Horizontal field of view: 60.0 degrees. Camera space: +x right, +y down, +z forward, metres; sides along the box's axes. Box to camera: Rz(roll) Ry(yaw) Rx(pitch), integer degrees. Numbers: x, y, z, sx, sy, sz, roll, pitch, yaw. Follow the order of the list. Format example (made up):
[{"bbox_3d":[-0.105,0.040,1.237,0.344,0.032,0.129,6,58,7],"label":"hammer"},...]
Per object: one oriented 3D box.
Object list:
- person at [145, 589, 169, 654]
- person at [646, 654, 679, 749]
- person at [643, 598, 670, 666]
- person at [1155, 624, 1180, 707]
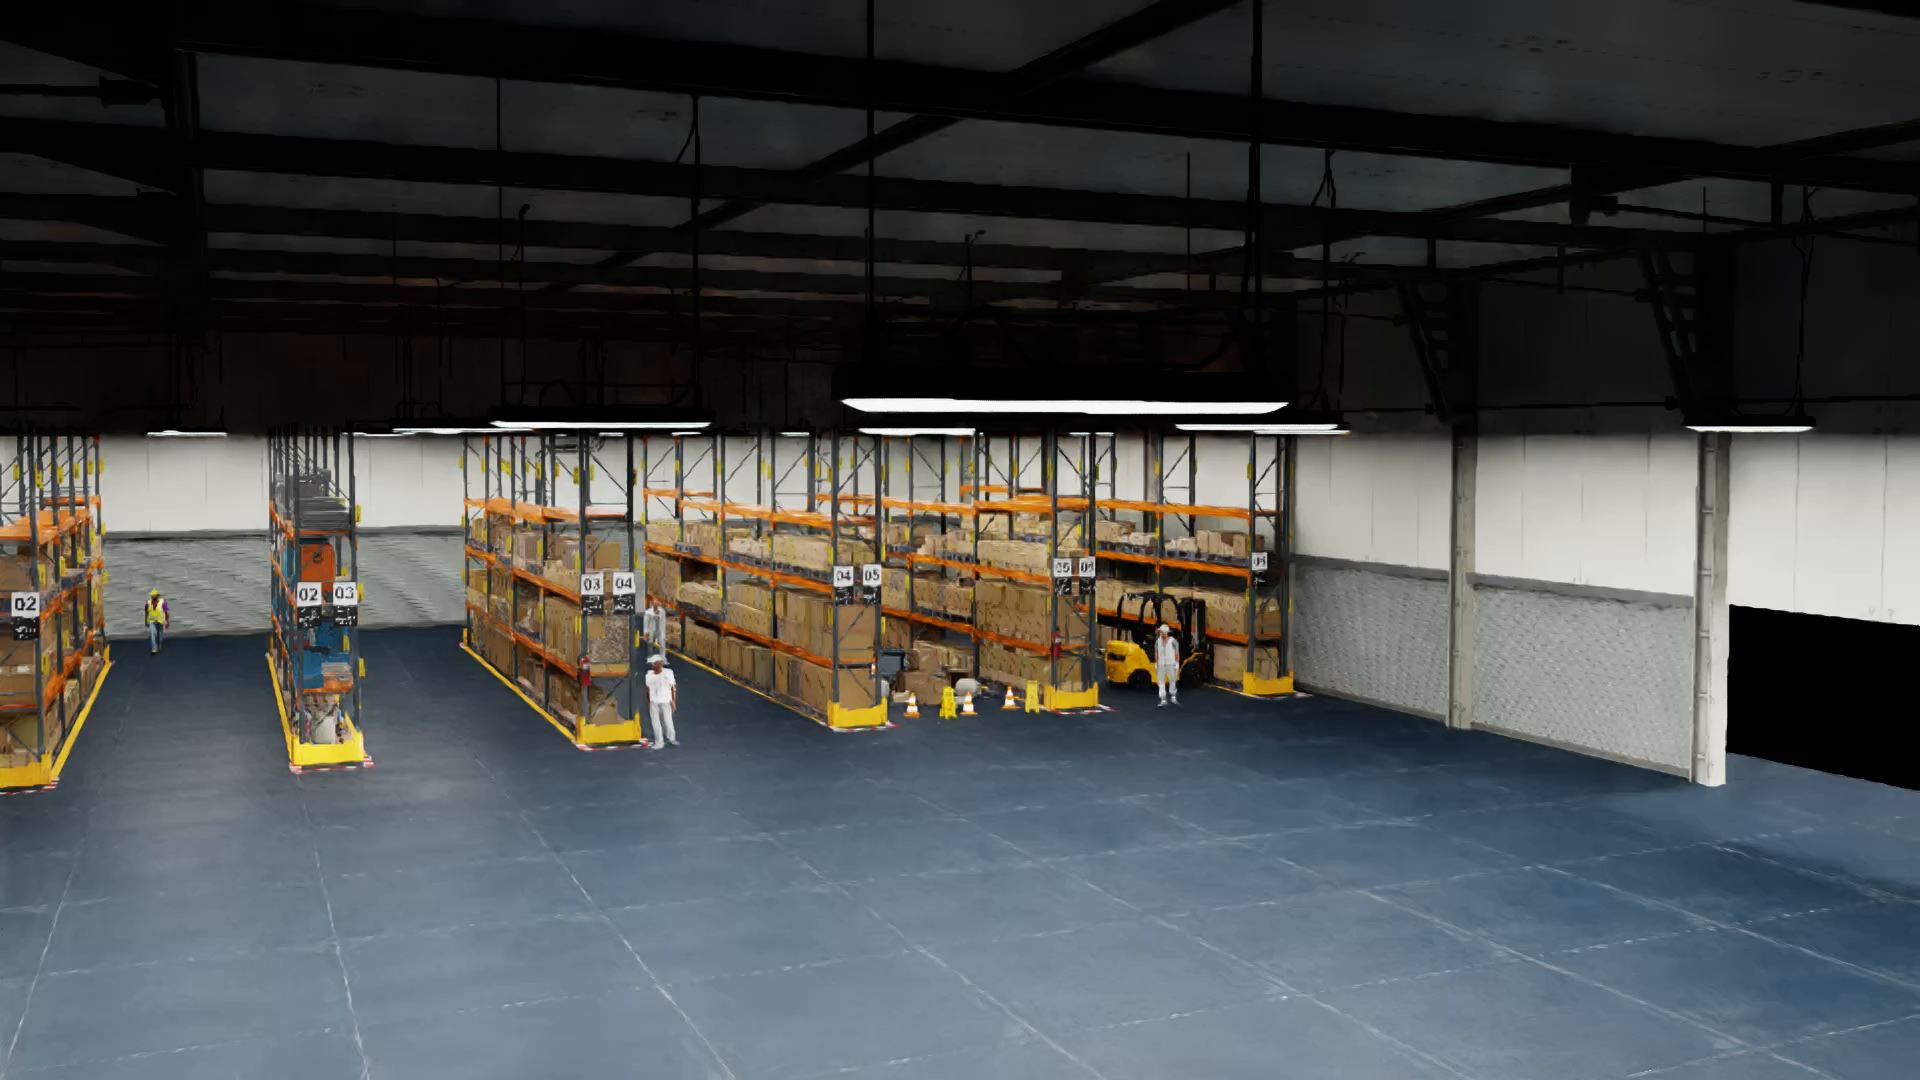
[{"bbox_3d":[-21.411,2.160,44.330,0.589,1.716,1.043,-2,4,-25],"label":"person"},{"bbox_3d":[-5.521,2.968,30.821,0.604,1.749,0.565,1,4,13],"label":"person"},{"bbox_3d":[-7.665,2.298,41.867,0.598,1.698,1.194,-1,4,-22],"label":"person"},{"bbox_3d":[4.424,2.673,35.506,0.569,1.780,0.598,1,4,22],"label":"person"}]
